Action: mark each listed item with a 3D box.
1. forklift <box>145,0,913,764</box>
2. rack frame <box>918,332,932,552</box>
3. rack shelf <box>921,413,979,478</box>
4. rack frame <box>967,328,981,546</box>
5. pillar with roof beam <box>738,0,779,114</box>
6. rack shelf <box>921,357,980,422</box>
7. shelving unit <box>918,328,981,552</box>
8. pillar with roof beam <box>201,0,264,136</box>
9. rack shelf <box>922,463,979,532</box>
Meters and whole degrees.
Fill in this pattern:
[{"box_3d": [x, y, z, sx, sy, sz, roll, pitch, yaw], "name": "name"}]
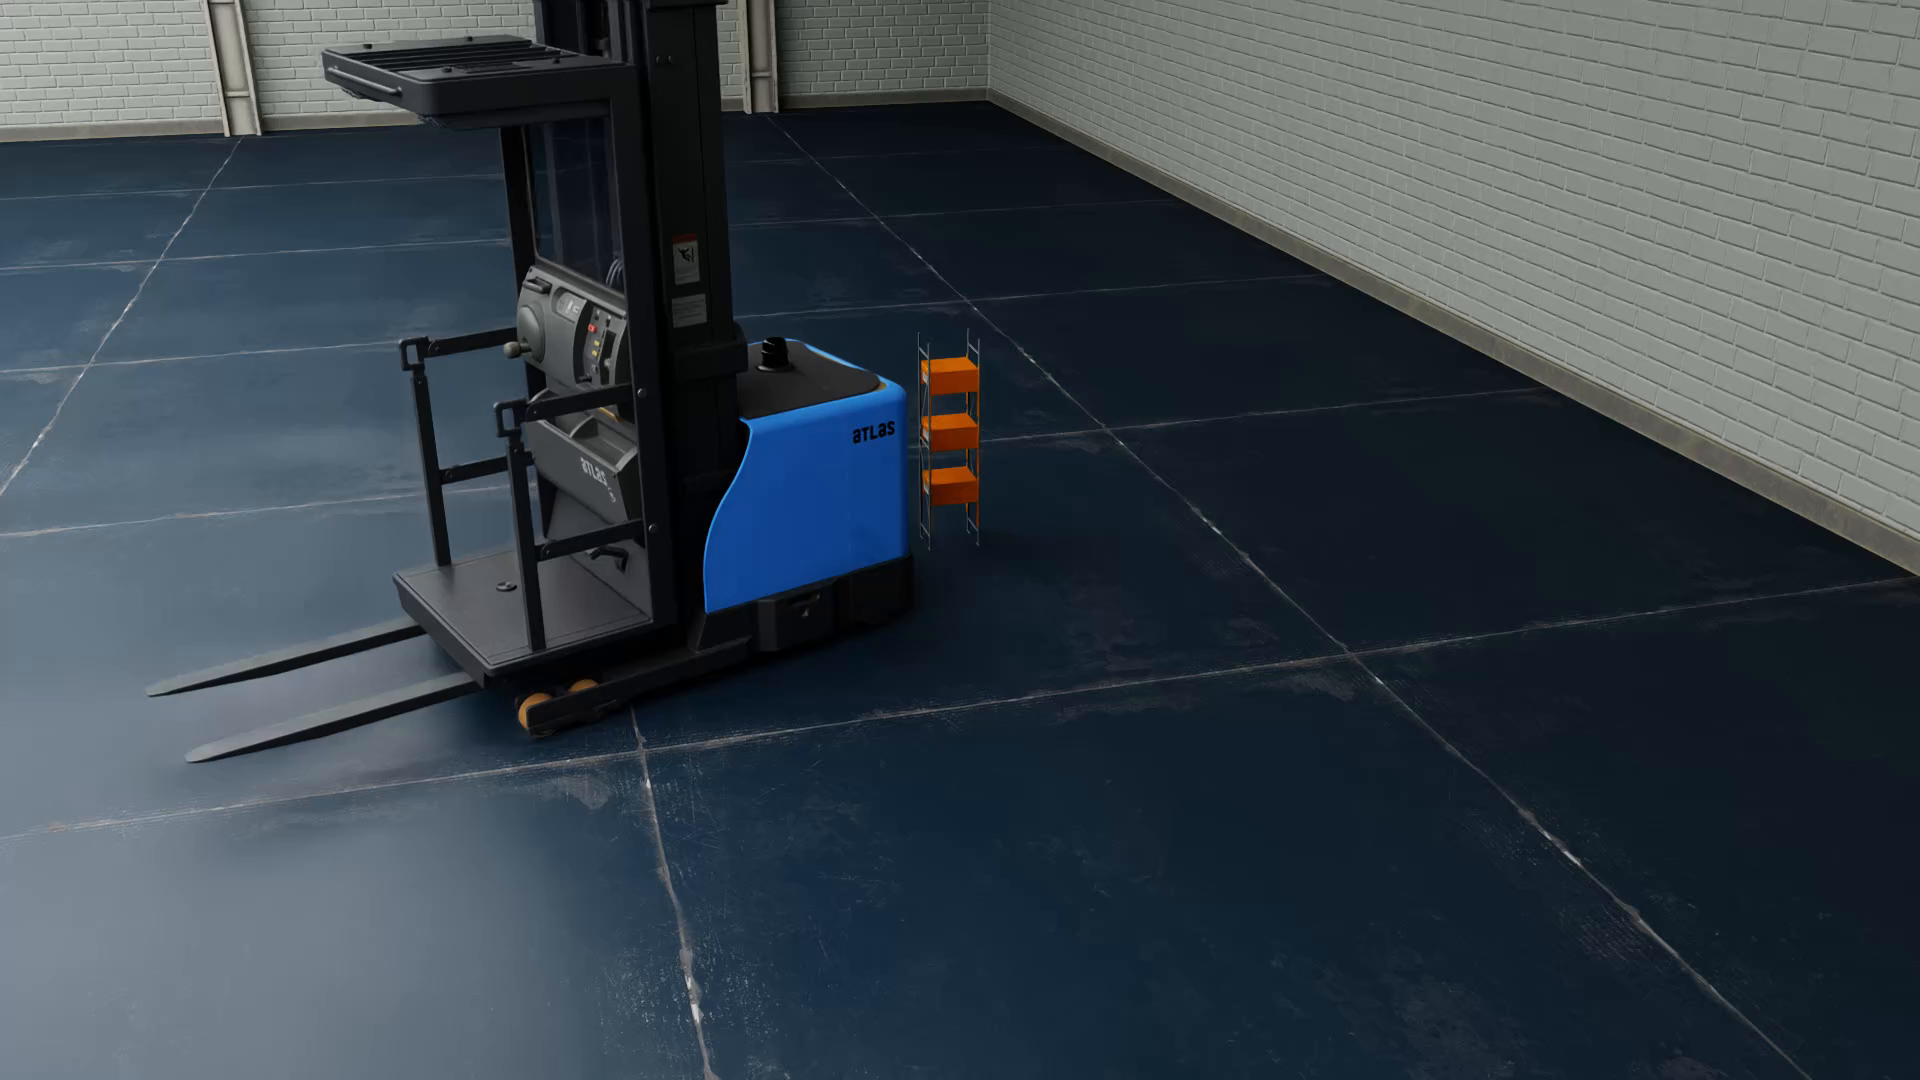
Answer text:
[{"box_3d": [-1.697, -0.817, 6.438, 3.031, 2.935, 1.130, -16, 28, -33], "name": "forklift"}, {"box_3d": [-0.169, -0.464, 7.999, 0.008, 1.050, 0.200, -6, 24, -14], "name": "rack frame"}, {"box_3d": [-0.052, -0.467, 8.034, 0.240, 0.259, 0.215, -6, 24, -14], "name": "rack shelf"}, {"box_3d": [0.066, -0.490, 8.060, 0.008, 1.050, 0.200, -6, 24, -14], "name": "rack frame"}, {"box_3d": [-1.307, -7.828, 15.081, 0.400, 9.000, 9.100, -6, 24, -14], "name": "pillar with roof beam"}, {"box_3d": [-0.052, -0.728, 7.922, 0.240, 0.259, 0.215, -6, 24, -14], "name": "rack shelf"}, {"box_3d": [-0.052, -0.477, 8.030, 0.252, 1.050, 0.215, -6, 24, -14], "name": "shelving unit"}, {"box_3d": [-7.084, -7.189, 13.592, 0.400, 9.000, 9.100, -6, 24, -14], "name": "pillar with roof beam"}, {"box_3d": [-0.052, -0.212, 8.143, 0.240, 0.259, 0.215, -6, 24, -14], "name": "rack shelf"}]
